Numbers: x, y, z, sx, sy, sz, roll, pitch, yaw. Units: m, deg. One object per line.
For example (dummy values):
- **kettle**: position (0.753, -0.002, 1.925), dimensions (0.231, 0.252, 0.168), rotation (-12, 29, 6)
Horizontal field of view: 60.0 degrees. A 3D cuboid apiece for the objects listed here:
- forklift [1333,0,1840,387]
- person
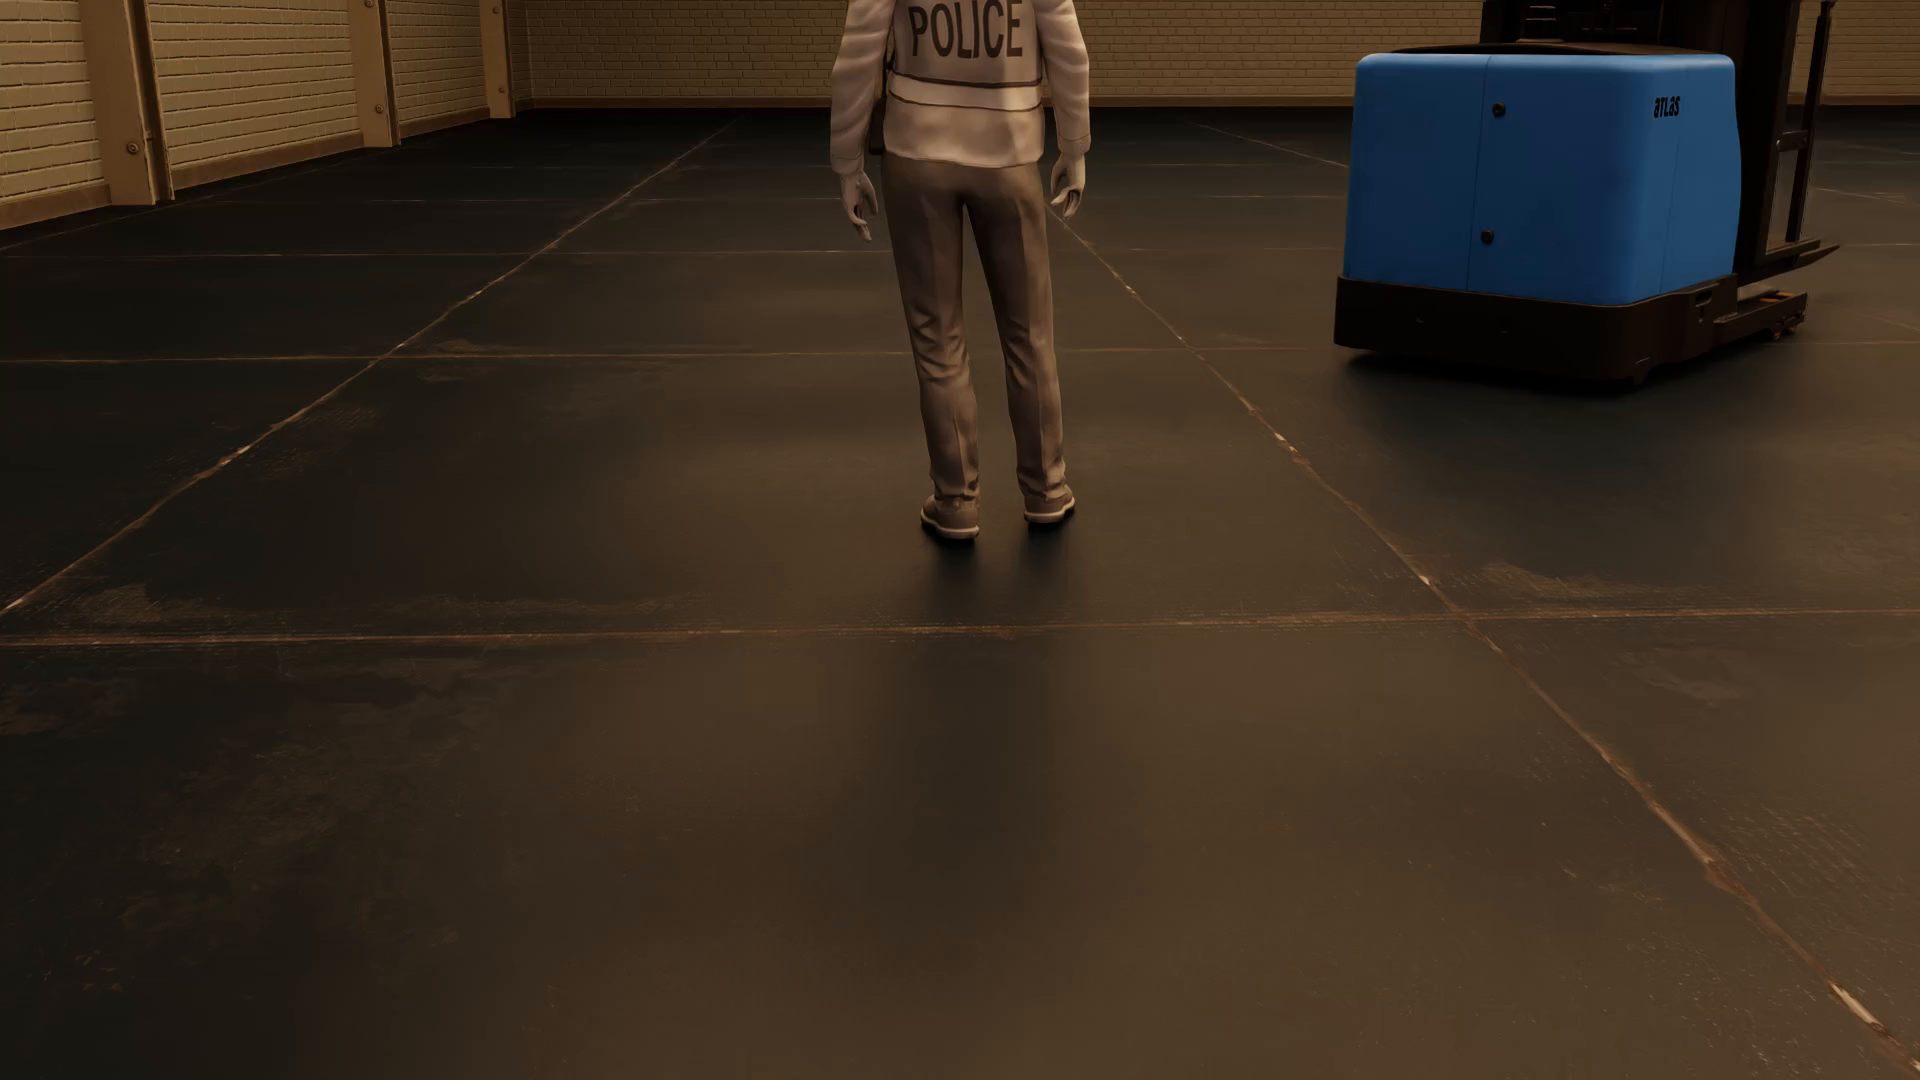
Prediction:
- **forklift**: position (2.710, -2.264, 6.307), dimensions (1.130, 2.935, 3.031), rotation (15, 22, 40)
- **person**: position (0.003, -0.837, 3.734), dimensions (0.586, 1.694, 0.532), rotation (-1, 17, -3)
